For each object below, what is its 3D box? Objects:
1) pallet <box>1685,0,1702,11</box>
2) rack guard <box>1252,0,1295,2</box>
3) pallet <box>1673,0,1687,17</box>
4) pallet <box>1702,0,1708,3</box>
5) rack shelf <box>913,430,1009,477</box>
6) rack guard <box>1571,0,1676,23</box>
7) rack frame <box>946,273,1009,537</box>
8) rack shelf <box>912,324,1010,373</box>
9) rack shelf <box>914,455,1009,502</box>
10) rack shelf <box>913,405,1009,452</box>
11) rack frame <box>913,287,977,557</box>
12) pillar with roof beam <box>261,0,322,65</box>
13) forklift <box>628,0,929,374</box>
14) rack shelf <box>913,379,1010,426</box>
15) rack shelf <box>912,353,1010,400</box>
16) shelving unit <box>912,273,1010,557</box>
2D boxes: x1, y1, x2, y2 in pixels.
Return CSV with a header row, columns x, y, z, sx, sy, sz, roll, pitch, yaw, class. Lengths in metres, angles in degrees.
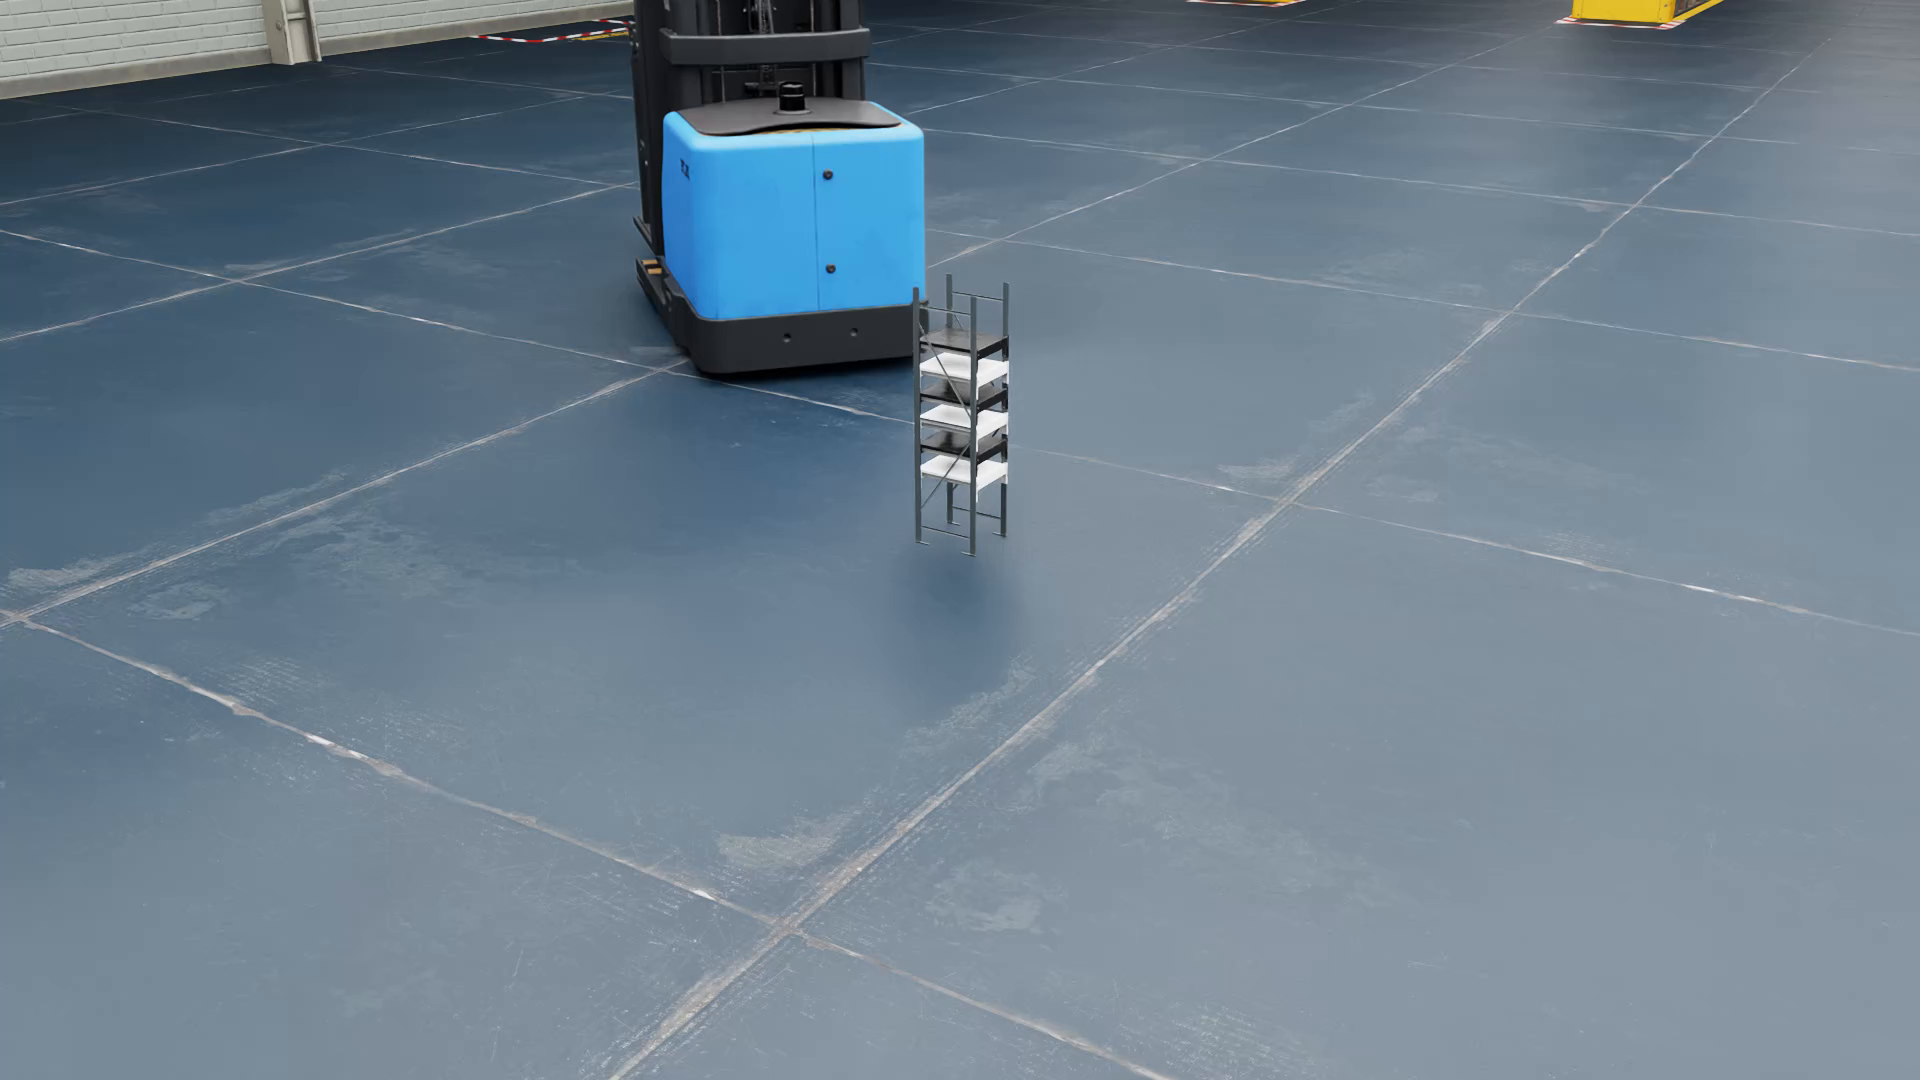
x,y,z,sx,sy,sz,roll,pitch,yaw,class
9.354,-7.299,22.345,1.003,0.211,1.213,14,27,29,pallet
4.058,-7.744,23.010,1.175,0.500,0.348,14,27,29,rack guard
8.710,-6.889,21.398,1.003,0.211,1.213,14,27,29,pallet
9.997,-7.713,23.300,1.003,0.211,1.213,14,27,29,pallet
0.004,-0.303,5.627,0.258,0.077,0.200,14,27,29,rack shelf
8.277,-6.749,20.710,1.175,0.500,0.348,14,27,29,rack guard
0.058,-0.450,5.657,0.240,0.900,0.006,14,27,29,rack frame
0.004,-0.633,5.484,0.258,0.077,0.200,14,27,29,rack shelf
0.004,-0.220,5.662,0.258,0.077,0.200,14,27,29,rack shelf
0.004,-0.385,5.591,0.258,0.077,0.200,14,27,29,rack shelf
-0.049,-0.381,5.498,0.240,0.900,0.006,14,27,29,rack frame
-3.178,-8.155,13.260,9.100,9.000,0.400,14,27,29,pillar with roof beam
-1.076,-2.629,8.133,1.130,2.935,3.031,-7,24,-16,forklift
0.004,-0.468,5.555,0.258,0.077,0.200,14,27,29,rack shelf
0.004,-0.550,5.519,0.258,0.077,0.200,14,27,29,rack shelf
0.004,-0.416,5.578,0.258,0.900,0.210,14,27,29,shelving unit
